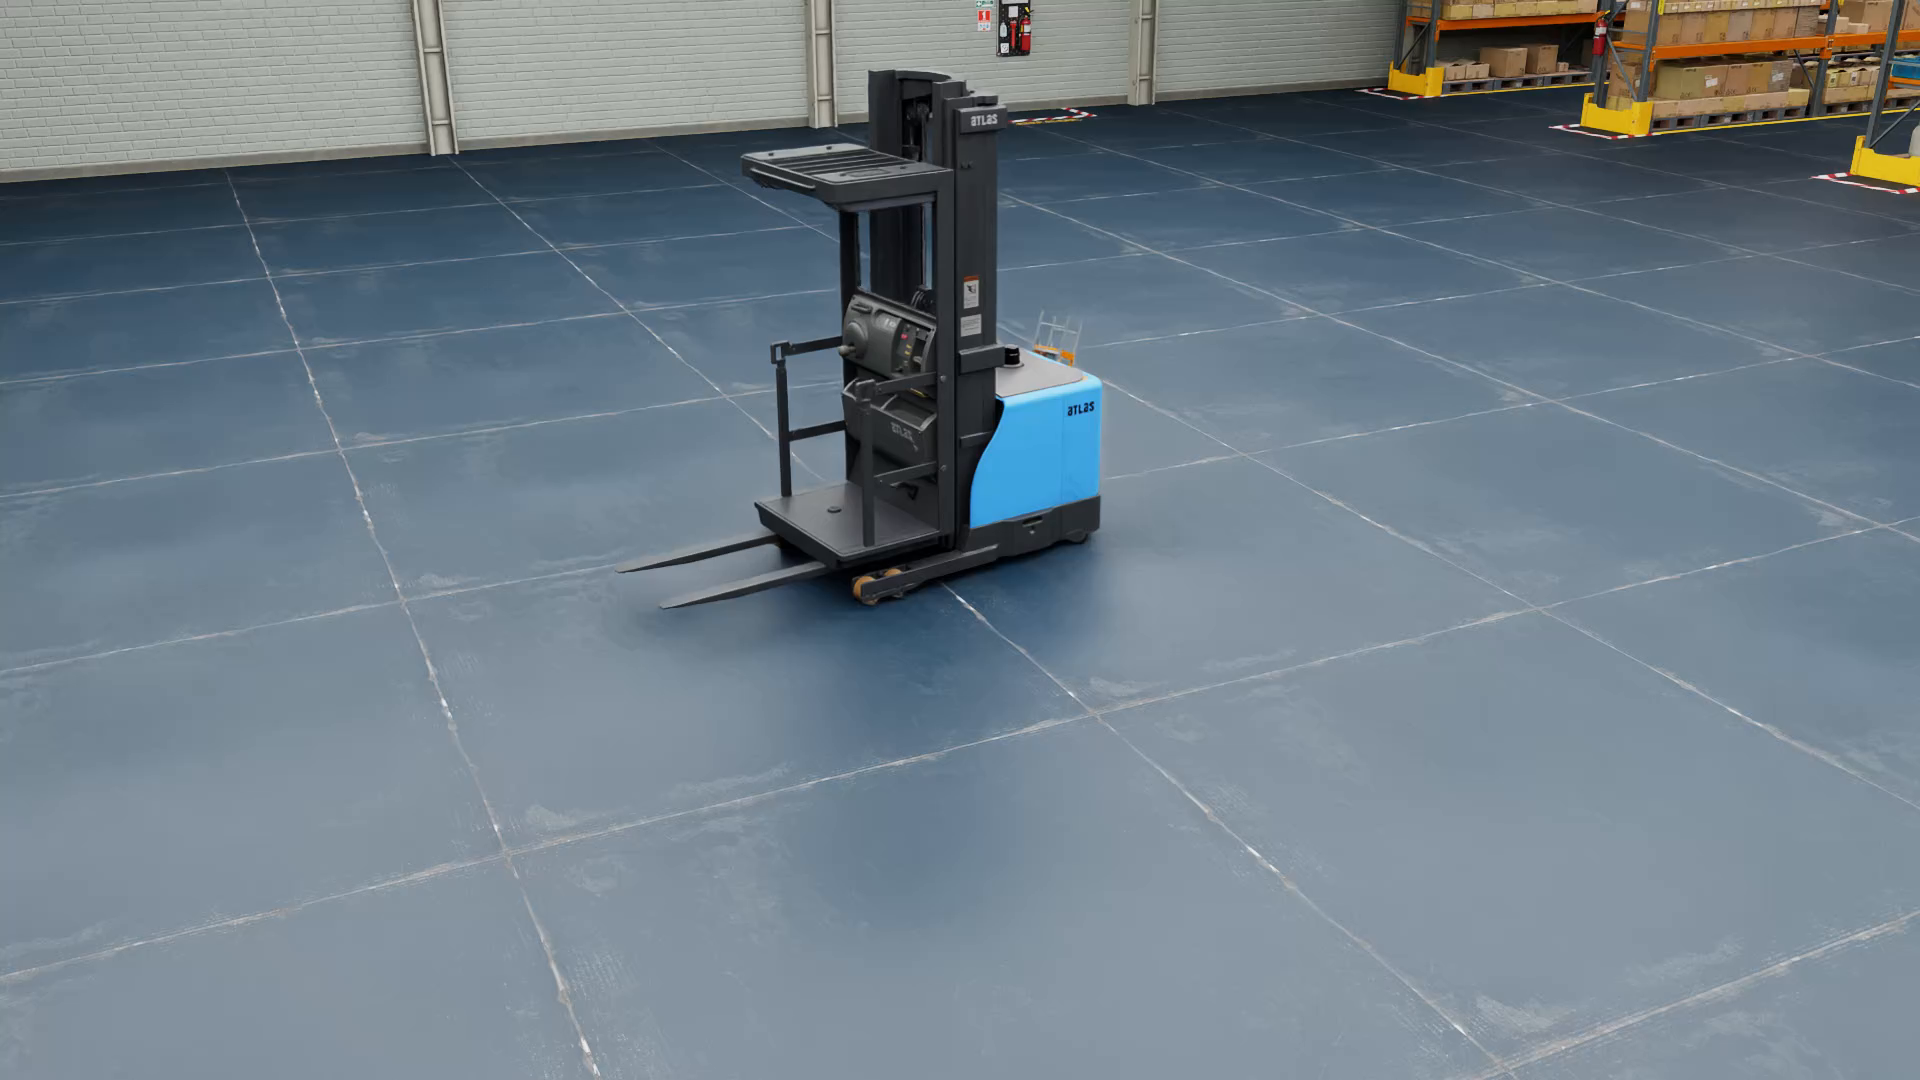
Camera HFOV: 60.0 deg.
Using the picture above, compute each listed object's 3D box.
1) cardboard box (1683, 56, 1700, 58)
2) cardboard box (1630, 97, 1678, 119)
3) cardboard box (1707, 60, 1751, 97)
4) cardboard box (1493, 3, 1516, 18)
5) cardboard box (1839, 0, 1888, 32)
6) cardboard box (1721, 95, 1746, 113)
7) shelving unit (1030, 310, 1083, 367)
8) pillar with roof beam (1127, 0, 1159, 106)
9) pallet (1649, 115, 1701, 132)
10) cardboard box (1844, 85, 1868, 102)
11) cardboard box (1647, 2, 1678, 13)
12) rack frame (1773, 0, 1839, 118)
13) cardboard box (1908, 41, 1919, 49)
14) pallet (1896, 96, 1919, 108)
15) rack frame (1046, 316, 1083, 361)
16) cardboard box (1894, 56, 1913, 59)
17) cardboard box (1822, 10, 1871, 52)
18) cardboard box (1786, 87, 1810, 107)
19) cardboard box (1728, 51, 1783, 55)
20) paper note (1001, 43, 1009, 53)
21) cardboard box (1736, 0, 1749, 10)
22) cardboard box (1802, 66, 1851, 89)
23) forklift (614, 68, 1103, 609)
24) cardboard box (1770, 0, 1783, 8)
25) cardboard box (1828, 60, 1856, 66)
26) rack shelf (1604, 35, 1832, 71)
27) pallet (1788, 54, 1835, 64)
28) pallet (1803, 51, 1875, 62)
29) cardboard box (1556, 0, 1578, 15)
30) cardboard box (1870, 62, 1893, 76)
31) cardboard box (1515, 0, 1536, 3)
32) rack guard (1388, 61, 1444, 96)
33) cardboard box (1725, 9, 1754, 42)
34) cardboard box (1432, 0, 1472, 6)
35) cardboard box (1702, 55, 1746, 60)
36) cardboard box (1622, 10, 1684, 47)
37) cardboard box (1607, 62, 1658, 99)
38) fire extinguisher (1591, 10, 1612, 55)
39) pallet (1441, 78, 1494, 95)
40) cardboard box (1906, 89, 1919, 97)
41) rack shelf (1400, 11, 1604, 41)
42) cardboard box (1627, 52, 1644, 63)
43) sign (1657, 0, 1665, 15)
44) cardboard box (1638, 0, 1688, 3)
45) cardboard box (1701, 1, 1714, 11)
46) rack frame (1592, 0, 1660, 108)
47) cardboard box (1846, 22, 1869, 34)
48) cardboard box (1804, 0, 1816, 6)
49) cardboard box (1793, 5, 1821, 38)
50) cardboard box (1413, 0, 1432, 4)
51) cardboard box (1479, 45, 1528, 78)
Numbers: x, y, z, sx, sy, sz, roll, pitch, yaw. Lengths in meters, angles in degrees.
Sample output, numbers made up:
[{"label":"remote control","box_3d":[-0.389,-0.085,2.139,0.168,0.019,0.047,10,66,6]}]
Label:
[{"label":"cardboard box","box_3d":[14.407,-9.861,33.344,0.500,0.500,0.700,-10,25,-24]},{"label":"cardboard box","box_3d":[11.071,-6.898,26.538,0.500,0.250,0.500,-10,25,-24]},{"label":"cardboard box","box_3d":[12.424,-7.492,26.993,0.500,0.500,0.500,-10,25,-24]},{"label":"cardboard box","box_3d":[9.840,-9.754,30.561,0.500,0.250,0.500,-11,25,-24]},{"label":"cardboard box","box_3d":[15.269,-8.881,28.152,0.500,0.500,0.500,-9,24,-20]},{"label":"cardboard box","box_3d":[12.423,-7.146,27.138,0.500,0.250,0.500,-10,25,-24]},{"label":"shelving unit","box_3d":[0.562,-0.977,11.581,0.258,1.200,0.189,16,2,33]},{"label":"pillar with roof beam","box_3d":[5.056,-10.376,24.050,0.400,9.000,9.100,-10,25,-24]},{"label":"pallet","box_3d":[11.162,-6.815,26.937,1.213,0.211,1.003,-10,25,-24]},{"label":"cardboard box","box_3d":[15.028,-7.615,28.270,0.500,0.250,0.500,-10,24,-22]},{"label":"cardboard box","box_3d":[10.938,-8.299,25.898,0.250,0.149,0.380,-11,25,-24]},{"label":"rack frame","box_3d":[14.096,-8.626,27.666,0.127,3.000,1.000,-10,25,-24]},{"label":"cardboard box","box_3d":[20.325,-10.869,35.805,0.500,0.500,0.700,-11,25,-24]},{"label":"pallet","box_3d":[16.941,-7.877,29.505,1.213,0.211,1.003,-10,25,-24]},{"label":"rack frame","box_3d":[0.611,-0.966,11.658,0.240,1.200,0.006,16,2,33]},{"label":"cardboard box","box_3d":[16.631,-8.396,29.424,0.500,0.311,0.500,-11,25,-25]},{"label":"cardboard box","box_3d":[18.623,-10.707,34.956,0.750,0.750,0.750,-10,25,-23]},{"label":"cardboard box","box_3d":[13.773,-7.397,27.743,0.500,0.250,0.500,-10,25,-24]},{"label":"cardboard box","box_3d":[16.268,-10.273,33.908,0.750,0.750,0.750,-11,25,-24]},{"label":"paper note","box_3d":[0.756,-8.278,27.978,0.142,0.148,0.016,-10,25,-24]},{"label":"cardboard box","box_3d":[12.324,-8.553,26.513,0.250,0.149,0.380,-10,25,-23]},{"label":"cardboard box","box_3d":[14.576,-7.791,27.962,0.500,0.311,0.500,-10,25,-23]},{"label":"forklift","box_3d":[-0.595,-1.202,9.821,3.031,2.935,1.130,-15,27,-32]},{"label":"cardboard box","box_3d":[13.026,-8.684,26.829,0.250,0.149,0.380,-11,25,-24]},{"label":"cardboard box","box_3d":[15.253,-8.145,28.817,0.500,0.311,0.500,-11,25,-24]},{"label":"rack shelf","box_3d":[12.294,-7.961,27.002,4.000,0.370,1.077,-10,25,-24]},{"label":"pallet","box_3d":[17.389,-10.013,34.663,1.213,0.211,1.003,-10,25,-24]},{"label":"pallet","box_3d":[18.490,-10.217,35.156,1.213,0.211,1.003,-10,25,-24]},{"label":"cardboard box","box_3d":[11.196,-10.009,31.178,0.500,0.250,0.500,-10,25,-23]},{"label":"cardboard box","box_3d":[15.961,-8.046,28.579,0.500,0.311,0.500,-10,24,-22]},{"label":"cardboard box","box_3d":[10.278,-10.182,30.616,0.500,0.500,0.500,-10,24,-22]},{"label":"rack guard","box_3d":[8.408,-8.526,30.694,0.348,0.500,1.175,-10,25,-24]},{"label":"cardboard box","box_3d":[12.311,-8.339,26.843,0.500,0.500,0.700,-10,24,-22]},{"label":"cardboard box","box_3d":[8.900,-9.931,30.008,0.500,0.500,0.500,-10,25,-24]},{"label":"cardboard box","box_3d":[12.641,-7.761,27.642,0.500,0.500,0.500,-10,25,-24]},{"label":"cardboard box","box_3d":[10.918,-8.081,26.220,0.500,0.500,0.700,-10,25,-24]},{"label":"cardboard box","box_3d":[10.846,-7.424,26.828,0.500,0.500,0.500,-10,25,-24]},{"label":"fire extinguisher","box_3d":[10.184,-8.067,26.417,0.183,0.674,0.296,-10,25,-24]},{"label":"pallet","box_3d":[9.156,-8.515,31.045,1.213,0.211,1.003,-10,25,-24]},{"label":"cardboard box","box_3d":[16.414,-7.872,28.892,0.500,0.250,0.500,-10,24,-22]},{"label":"rack shelf","box_3d":[10.142,-9.668,31.125,4.000,0.370,1.077,-10,25,-24]},{"label":"cardboard box","box_3d":[13.044,-9.611,32.740,0.500,0.500,0.700,-11,25,-25]},{"label":"sign","box_3d":[10.727,-8.206,25.418,0.005,0.325,0.100,-10,25,-24]},{"label":"cardboard box","box_3d":[10.965,-8.689,25.993,0.500,0.500,0.700,-10,25,-23]},{"label":"cardboard box","box_3d":[11.629,-8.426,26.204,0.250,0.149,0.380,-11,25,-24]},{"label":"rack frame","box_3d":[10.491,-7.962,26.063,0.127,3.000,1.000,-10,25,-24]},{"label":"cardboard box","box_3d":[14.983,-8.586,27.899,0.250,0.149,0.380,-10,25,-24]},{"label":"cardboard box","box_3d":[13.720,-8.812,27.138,0.250,0.149,0.380,-11,25,-25]},{"label":"cardboard box","box_3d":[13.699,-8.596,27.463,0.500,0.500,0.700,-11,25,-25]},{"label":"cardboard box","box_3d":[8.672,-10.106,30.433,0.500,0.500,0.500,-11,25,-24]},{"label":"cardboard box","box_3d":[10.199,-9.000,31.263,0.500,0.500,0.700,-12,25,-27]}]
